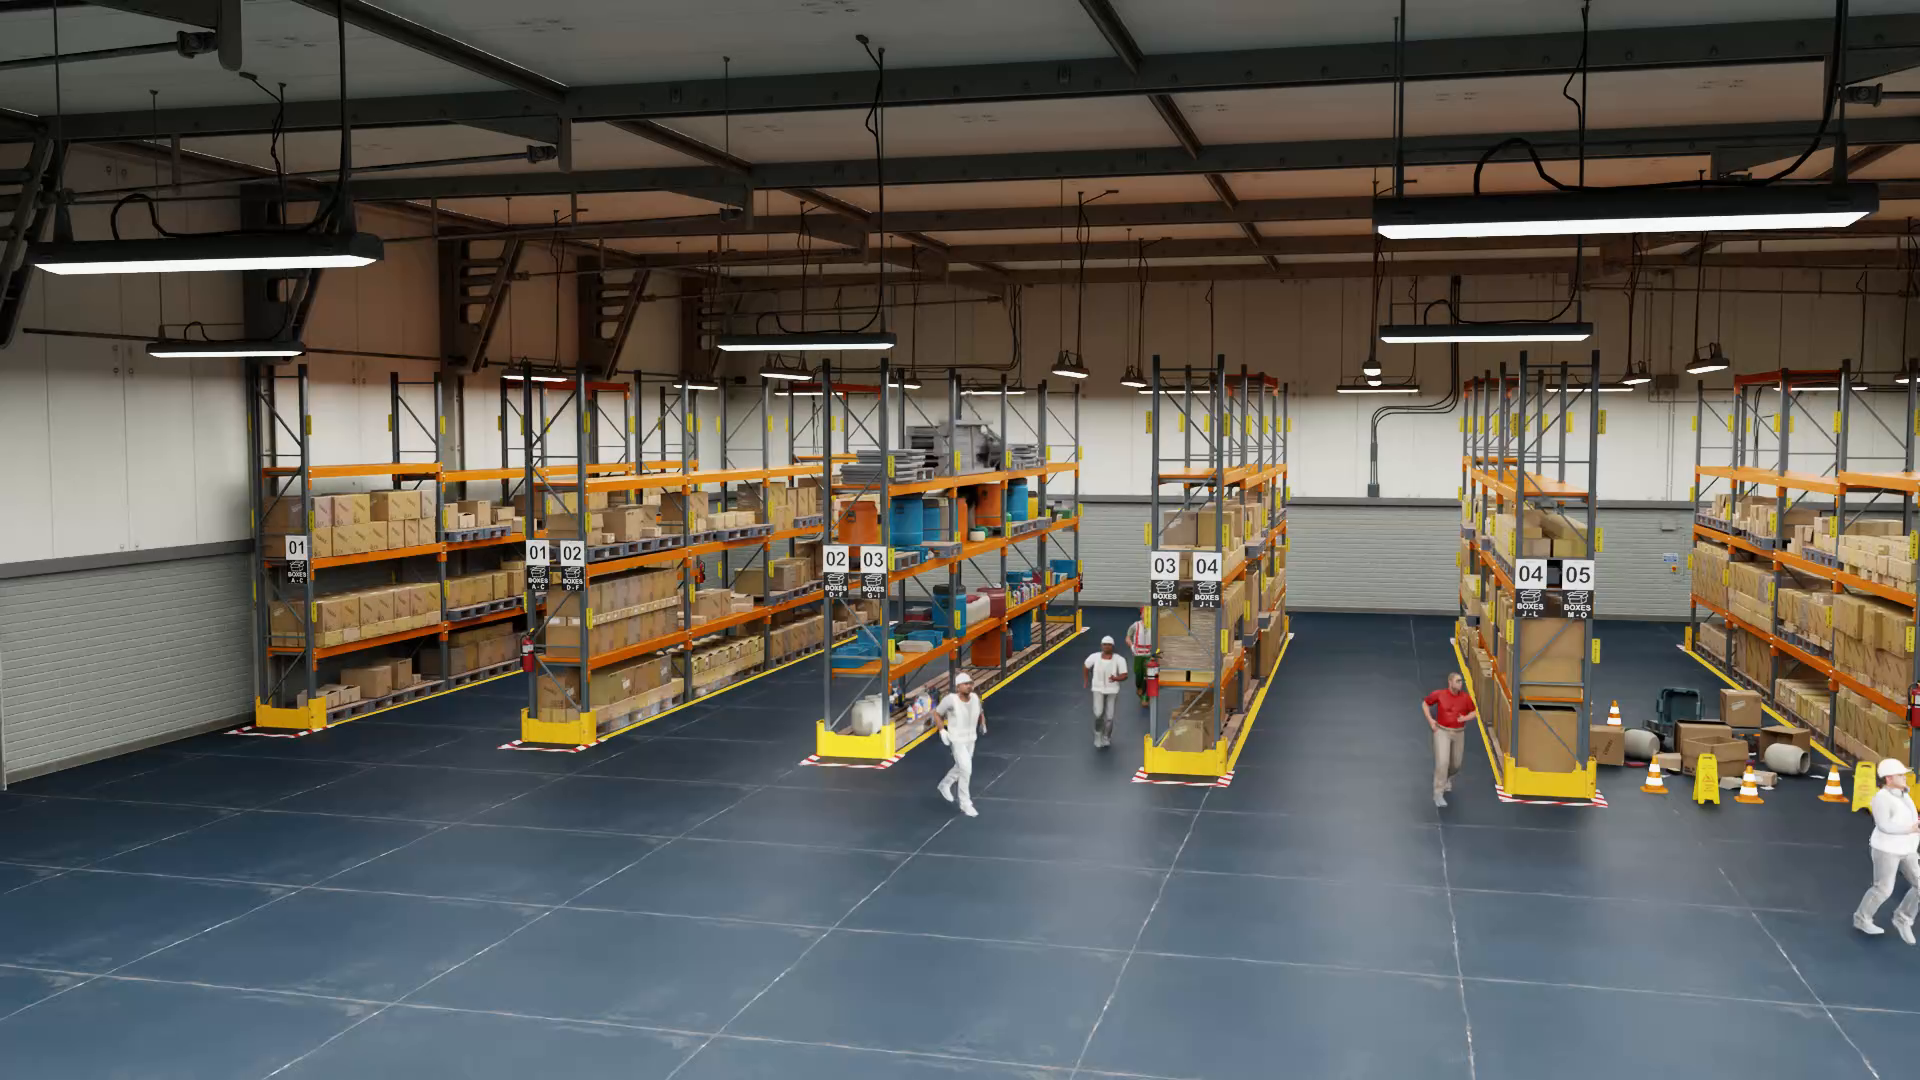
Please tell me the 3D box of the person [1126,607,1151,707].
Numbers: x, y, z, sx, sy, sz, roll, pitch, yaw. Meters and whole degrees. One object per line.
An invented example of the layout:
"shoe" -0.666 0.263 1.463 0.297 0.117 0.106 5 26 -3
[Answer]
"person" 3.295 2.062 29.700 0.667 1.763 0.860 0 4 3

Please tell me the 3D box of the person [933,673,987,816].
"person" -0.007 2.624 21.631 0.674 1.826 0.857 -3 5 -41

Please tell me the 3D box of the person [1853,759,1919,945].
"person" 9.045 3.015 16.069 0.625 1.806 0.721 -2 4 -28

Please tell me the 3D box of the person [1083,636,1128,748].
"person" 2.241 2.348 25.674 0.692 1.741 0.660 0 4 5

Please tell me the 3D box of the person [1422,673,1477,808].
"person" 6.572 2.631 22.231 0.680 1.725 0.967 0 4 -6
